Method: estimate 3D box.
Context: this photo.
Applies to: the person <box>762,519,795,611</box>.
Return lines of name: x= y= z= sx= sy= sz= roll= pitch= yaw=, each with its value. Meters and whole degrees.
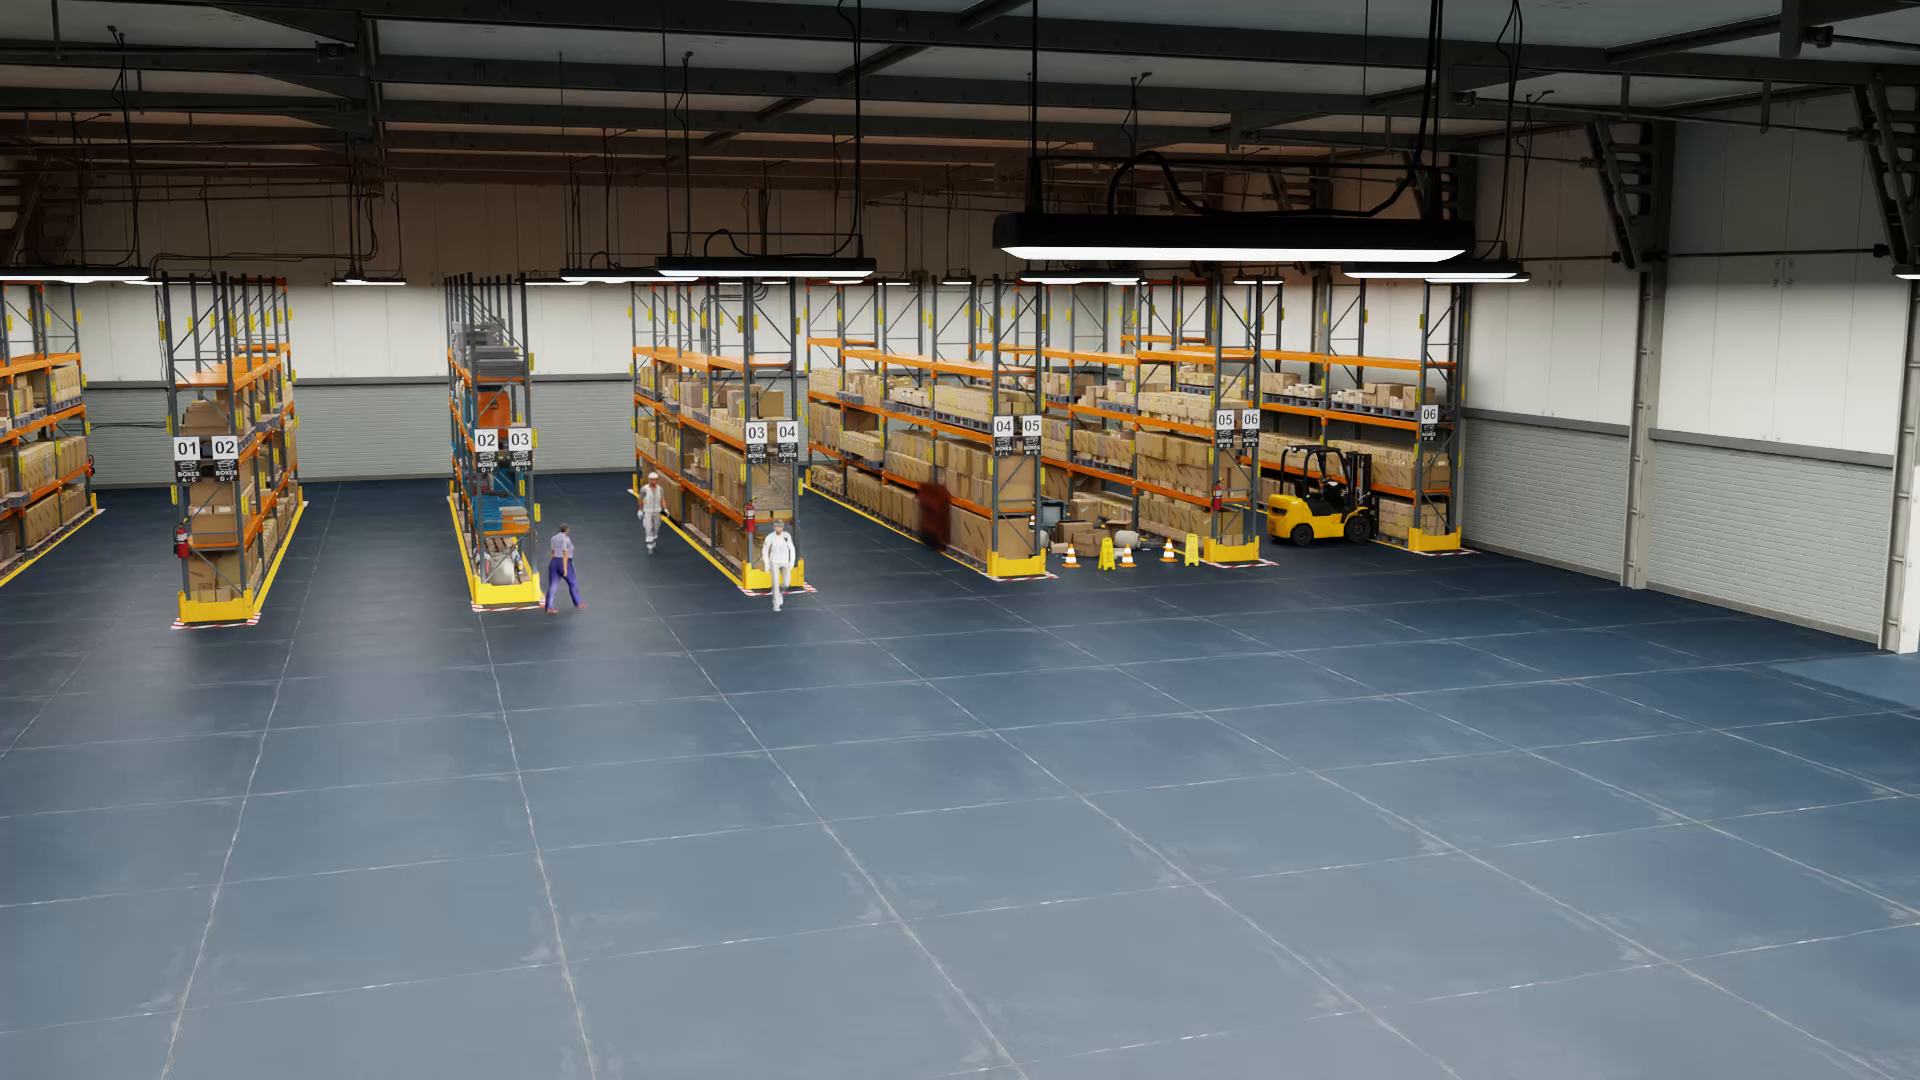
person: x=-3.267 y=0.421 z=29.907 sx=0.583 sy=1.660 sz=0.512 roll=-3 pitch=9 yaw=-17

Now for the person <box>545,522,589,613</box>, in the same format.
person: x=-7.083 y=0.464 z=29.610 sx=0.485 sy=1.579 sz=0.973 roll=4 pitch=9 yaw=22

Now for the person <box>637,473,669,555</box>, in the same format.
person: x=-6.650 y=-0.600 z=36.094 sx=0.645 sy=1.724 sz=1.017 roll=-3 pitch=9 yaw=-20
